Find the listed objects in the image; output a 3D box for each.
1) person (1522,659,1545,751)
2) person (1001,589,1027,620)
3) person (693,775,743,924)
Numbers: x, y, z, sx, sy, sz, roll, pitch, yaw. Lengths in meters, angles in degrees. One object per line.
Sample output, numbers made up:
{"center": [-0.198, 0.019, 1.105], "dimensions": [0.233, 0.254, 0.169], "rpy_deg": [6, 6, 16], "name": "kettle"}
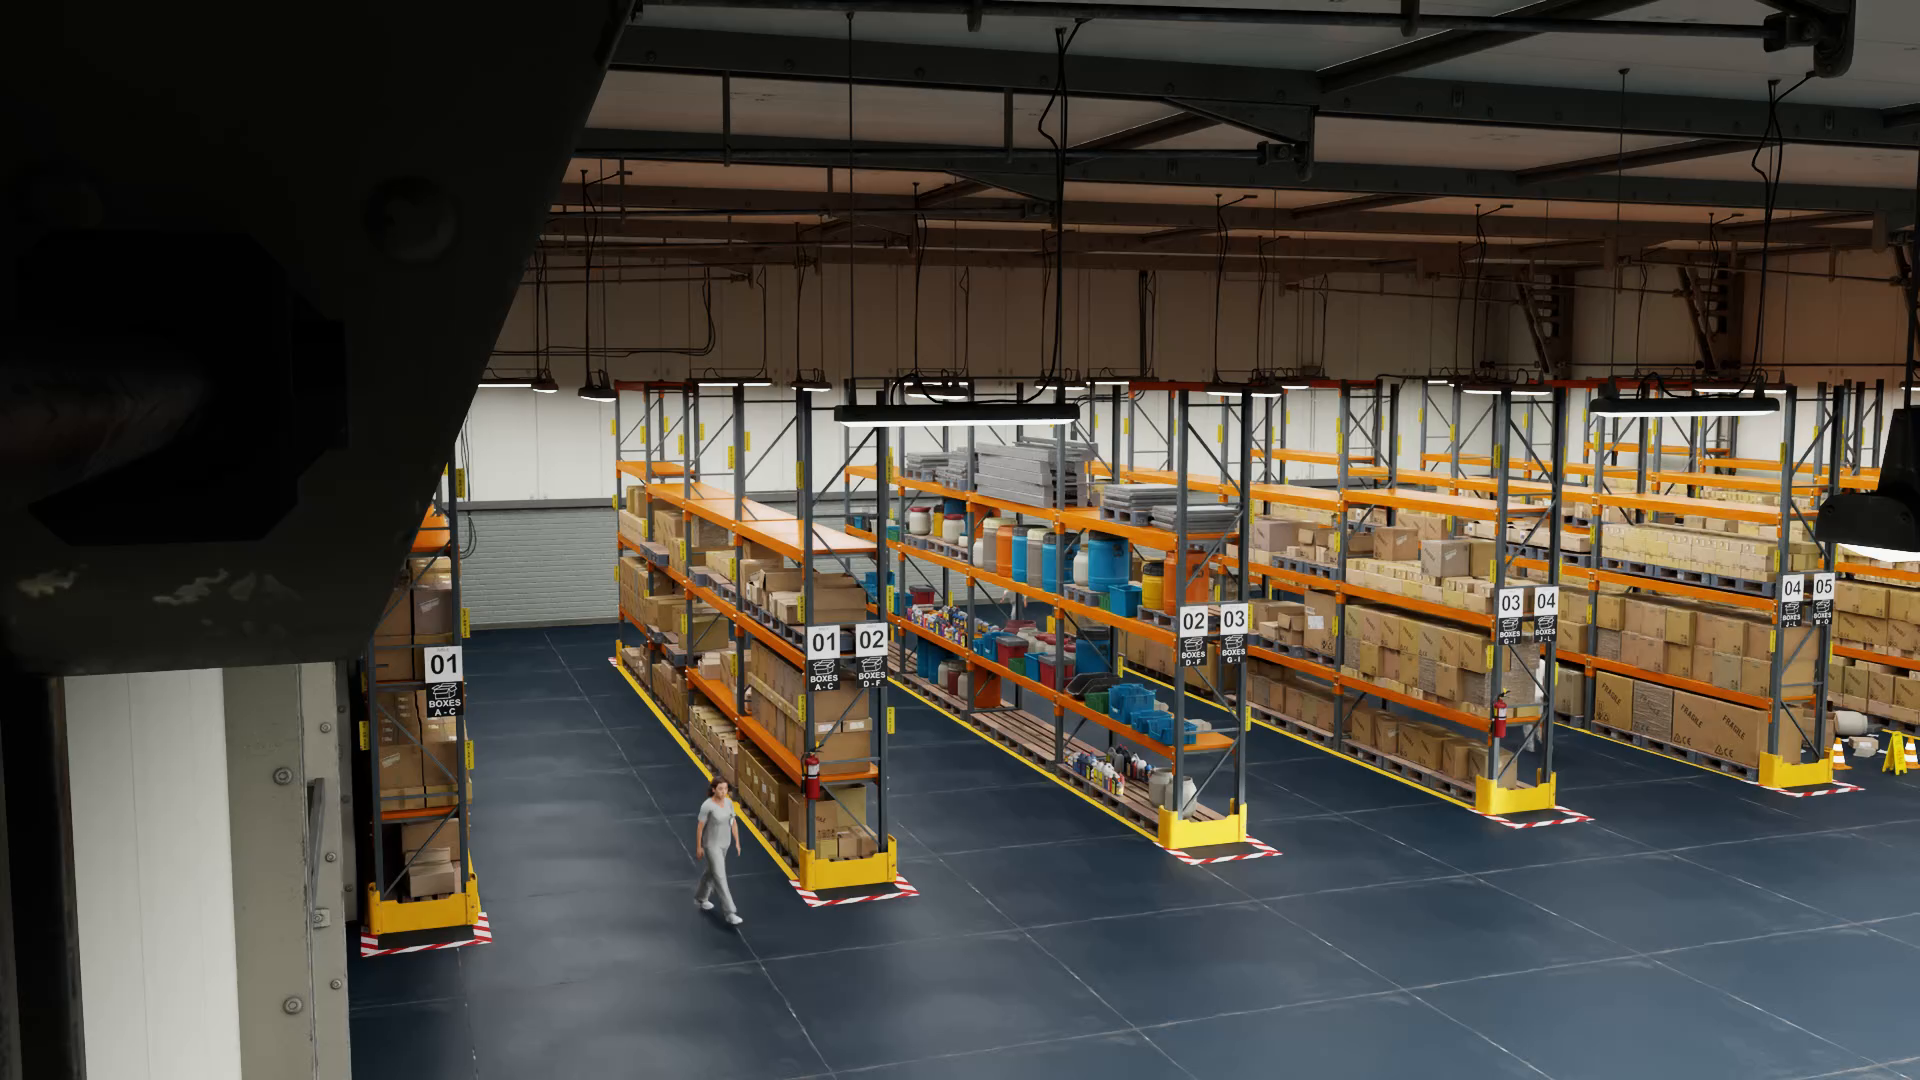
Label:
{"center": [9.361, 2.564, 27.246], "dimensions": [0.599, 1.775, 0.489], "rpy_deg": [-1, 6, -8], "name": "person"}
{"center": [1.244, 1.430, 38.828], "dimensions": [0.834, 1.558, 0.421], "rpy_deg": [-5, 8, -37], "name": "person"}
{"center": [-2.734, 3.493, 18.994], "dimensions": [1.010, 1.615, 0.470], "rpy_deg": [4, 8, 36], "name": "person"}
